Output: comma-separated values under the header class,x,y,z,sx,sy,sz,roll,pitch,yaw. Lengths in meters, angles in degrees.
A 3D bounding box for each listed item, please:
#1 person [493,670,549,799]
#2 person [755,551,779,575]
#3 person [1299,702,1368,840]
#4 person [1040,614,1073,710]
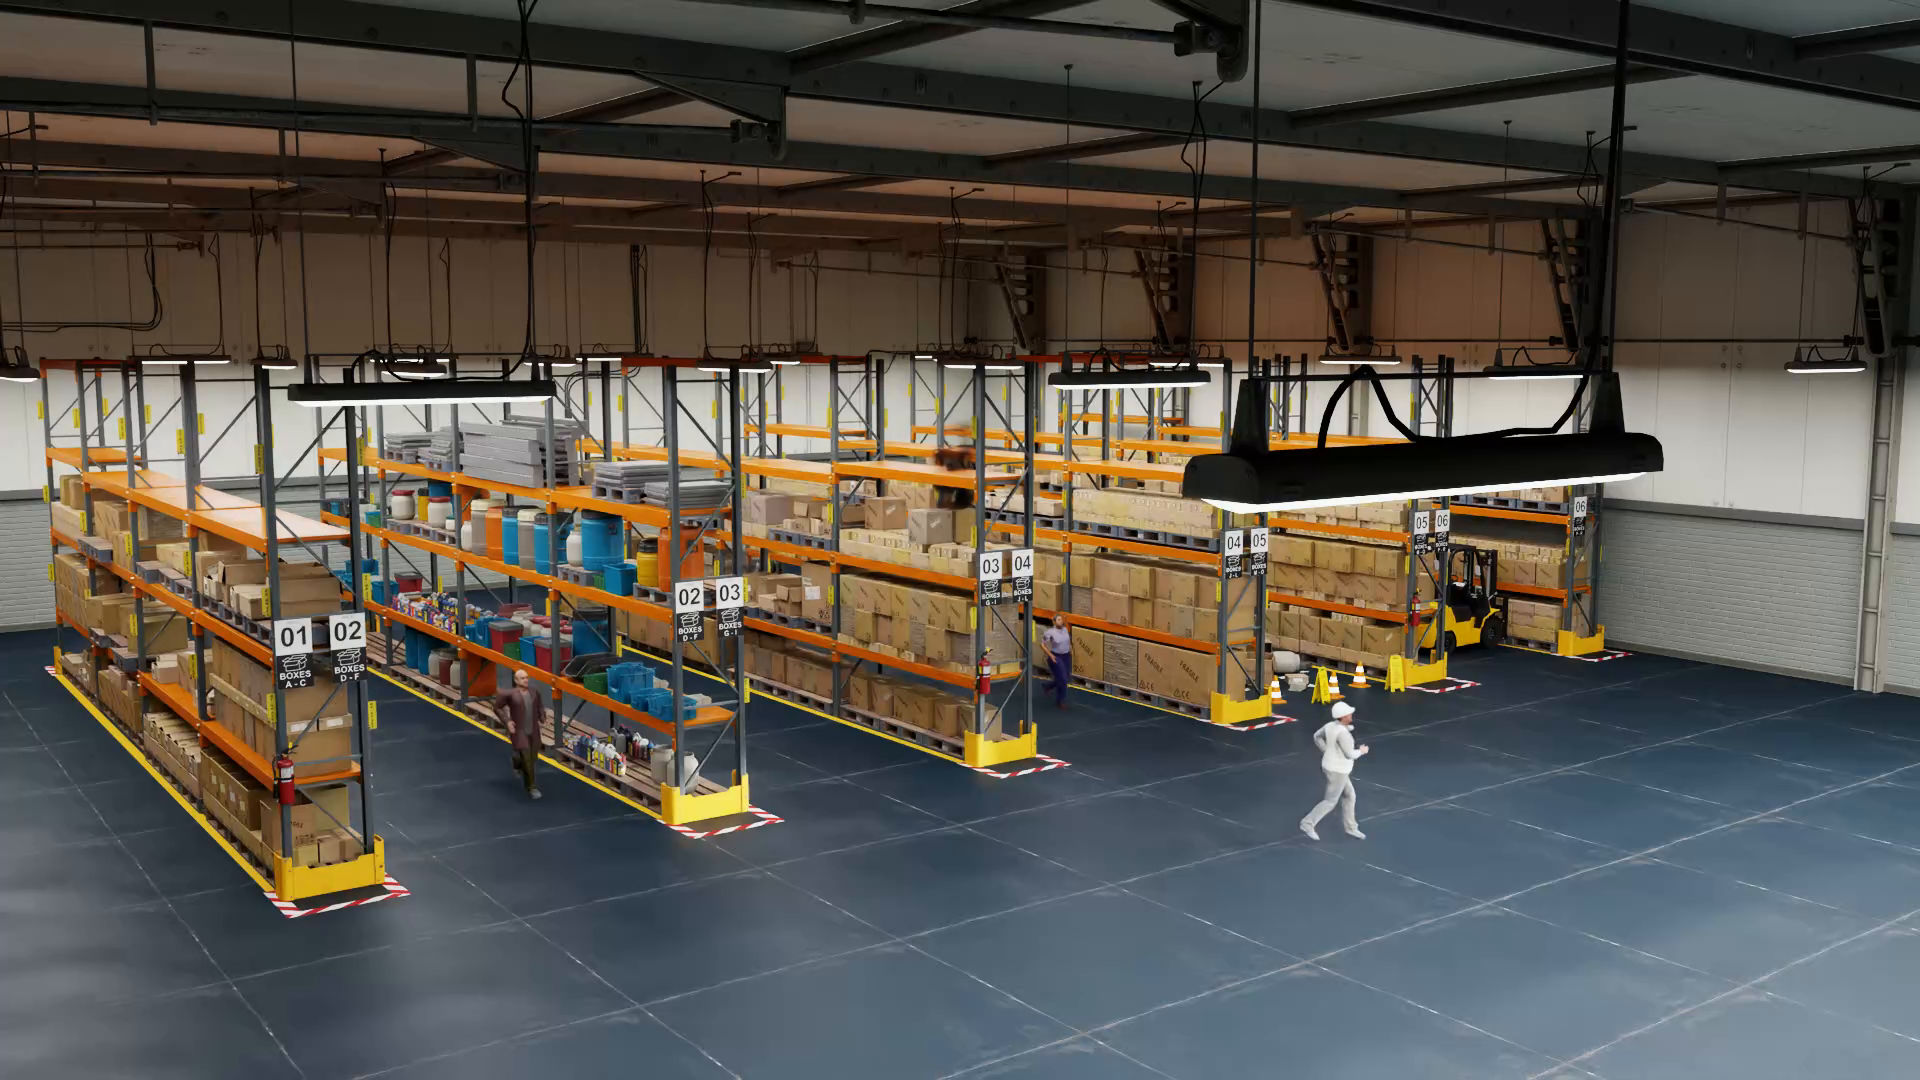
class,x,y,z,sx,sy,sz,roll,pitch,yaw
person,-6.124,2.688,23.247,0.711,1.769,0.900,-6,9,-43
person,-4.273,1.032,37.060,0.681,1.673,0.791,-4,8,-31
person,4.715,2.935,21.007,0.945,1.808,0.665,-1,7,-6
person,1.682,2.086,28.813,0.602,1.637,0.674,-6,9,-41
